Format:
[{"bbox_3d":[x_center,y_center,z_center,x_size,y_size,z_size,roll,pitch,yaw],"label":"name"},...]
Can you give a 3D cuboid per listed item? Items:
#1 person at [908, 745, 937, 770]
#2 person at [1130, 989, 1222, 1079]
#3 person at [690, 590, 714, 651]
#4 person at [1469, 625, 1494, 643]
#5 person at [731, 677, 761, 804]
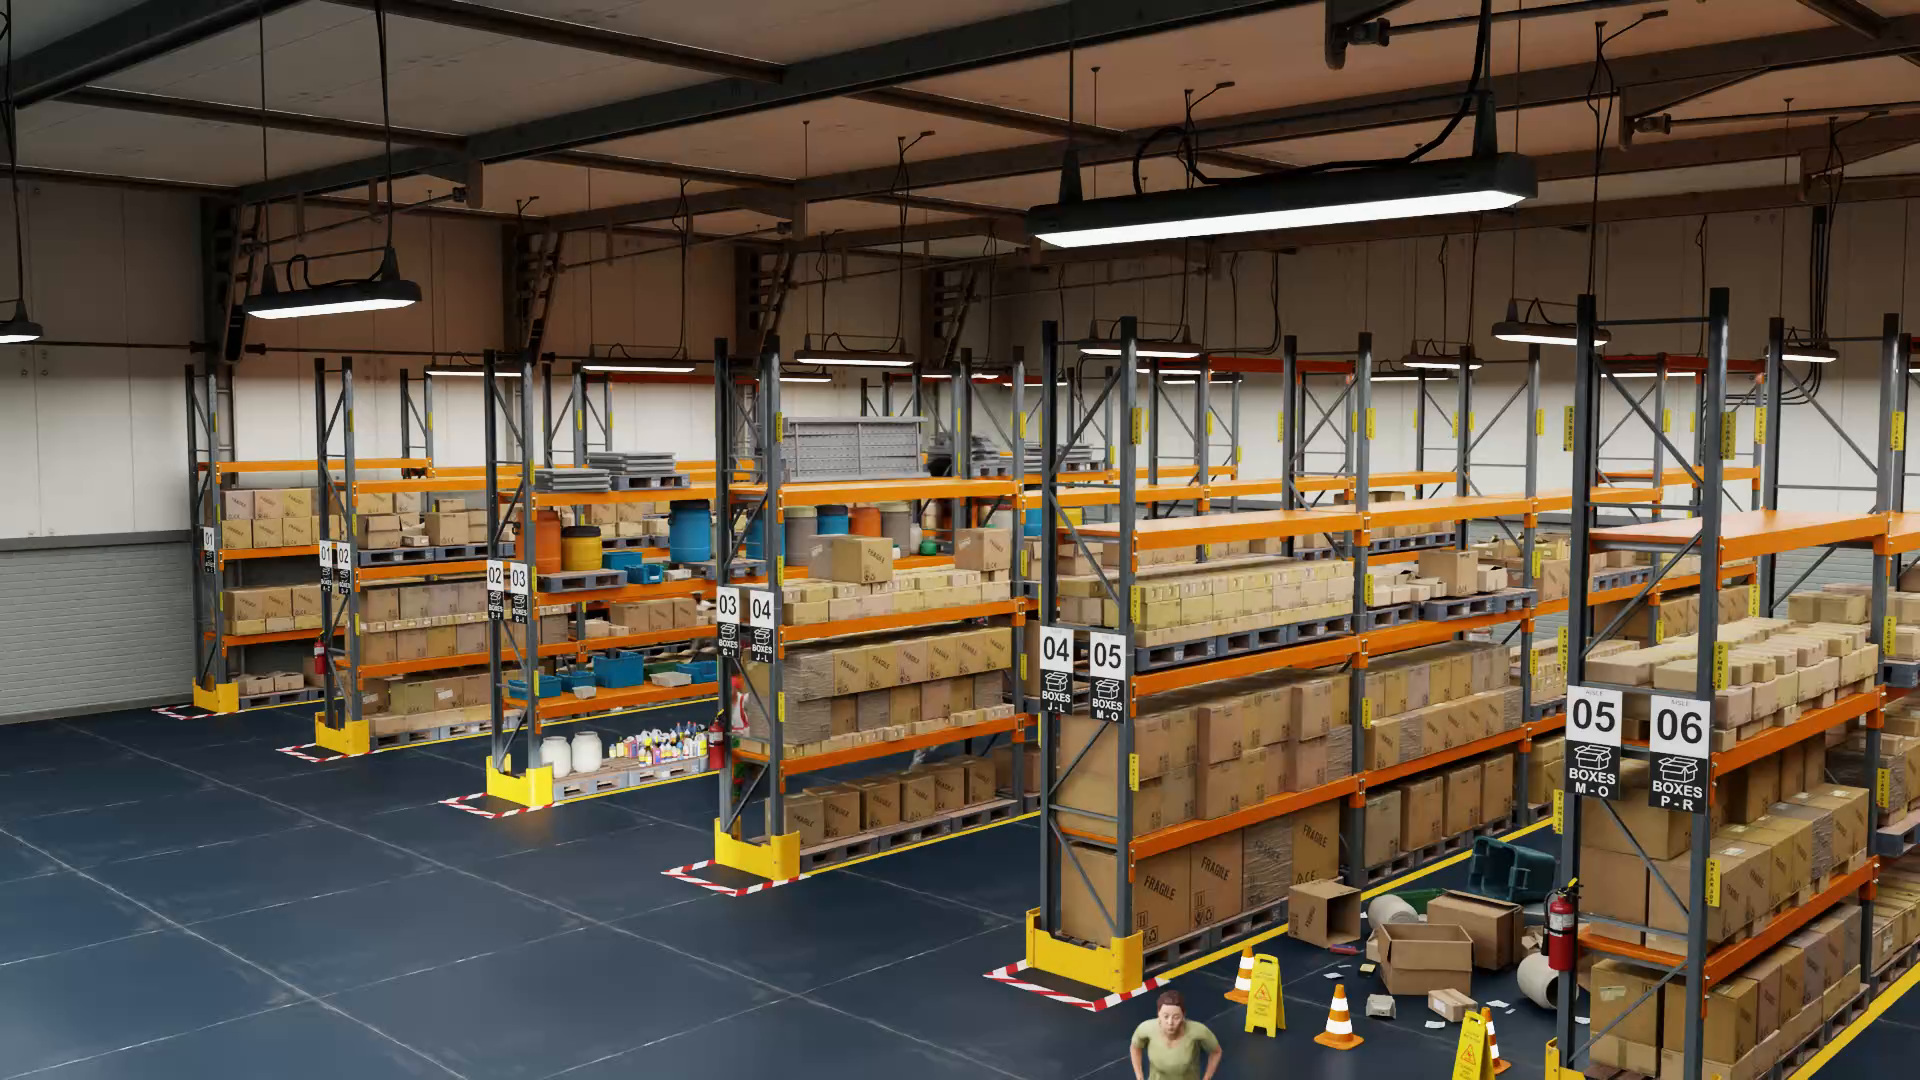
[{"bbox_3d":[-0.511,2.430,24.404,0.689,1.797,0.903,2,5,30],"label":"person"},{"bbox_3d":[1.381,3.574,10.644,0.580,1.620,0.865,1,4,8],"label":"person"},{"bbox_3d":[-5.073,1.791,32.672,0.685,1.745,0.900,3,6,38],"label":"person"},{"bbox_3d":[9.688,1.944,31.073,0.565,1.752,0.844,-1,5,-14],"label":"person"},{"bbox_3d":[-2.884,2.632,22.182,0.659,1.723,0.915,1,5,19],"label":"person"}]
